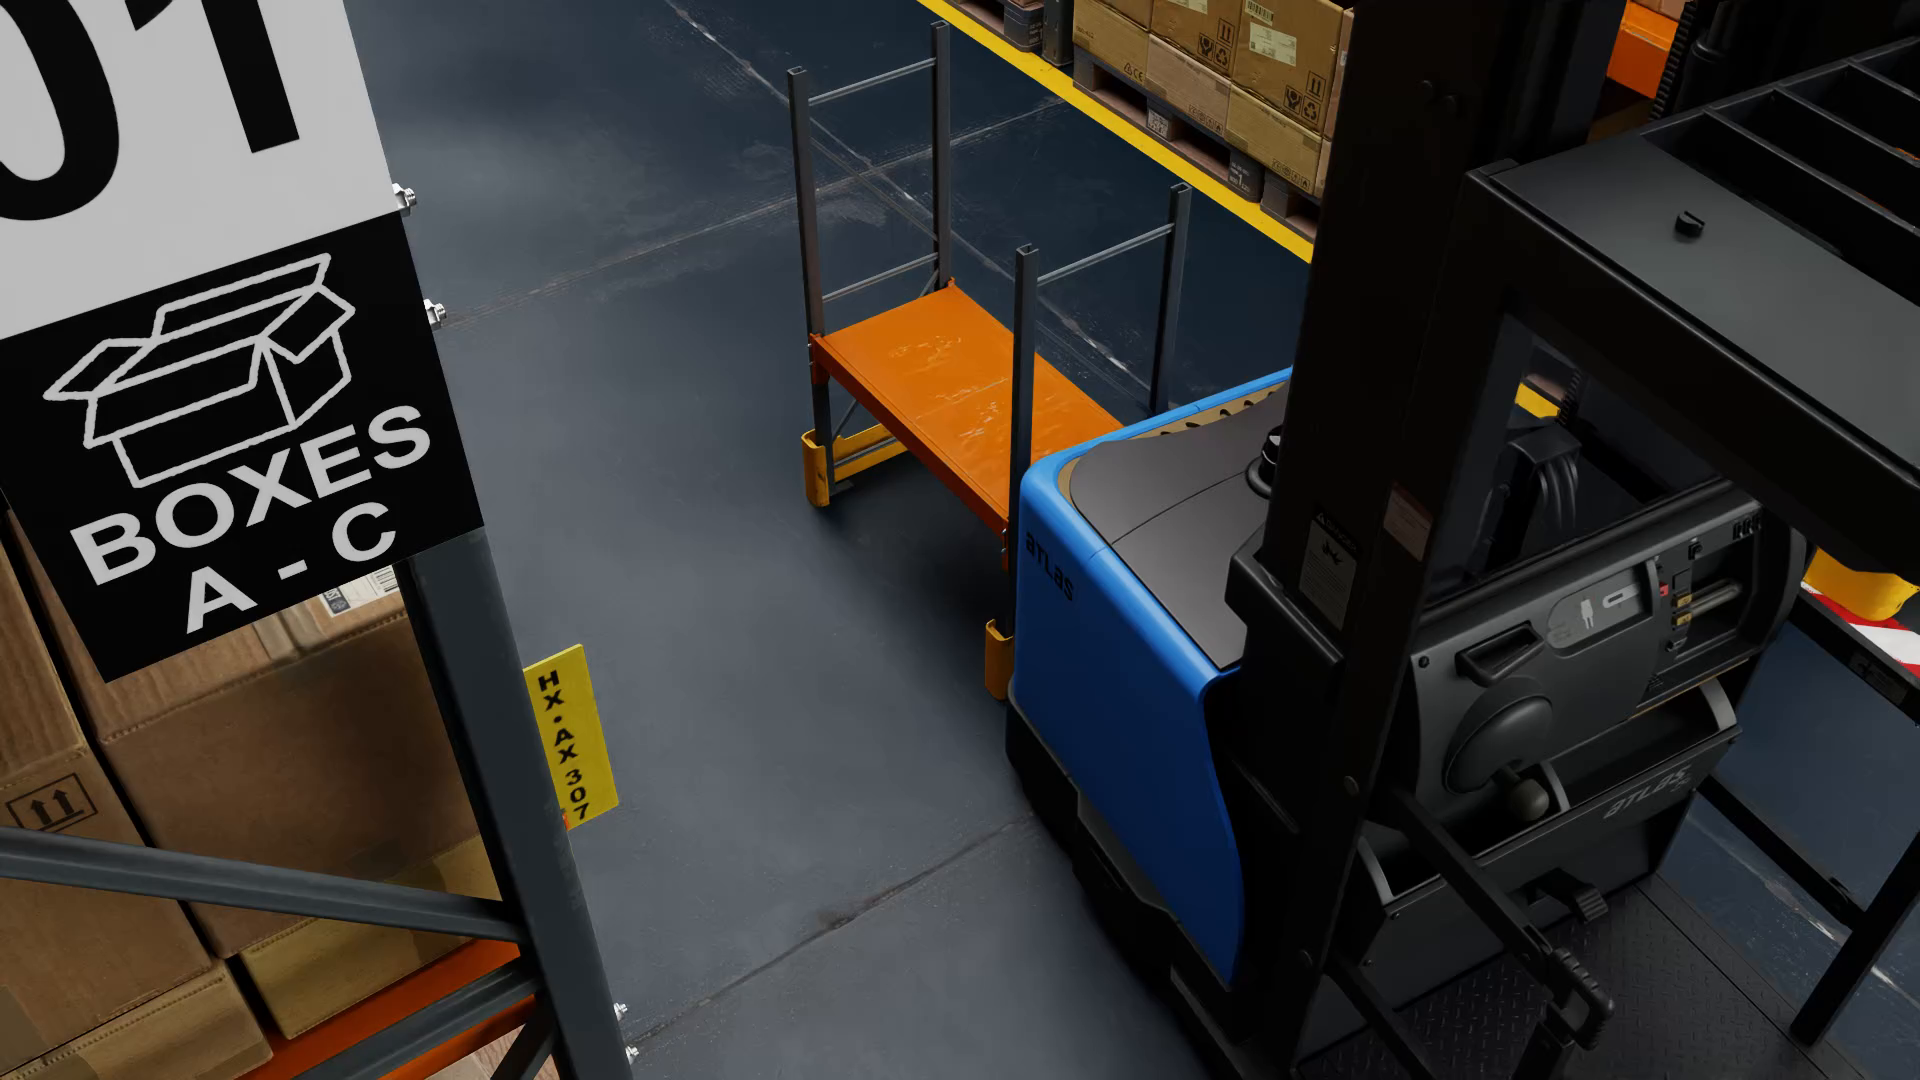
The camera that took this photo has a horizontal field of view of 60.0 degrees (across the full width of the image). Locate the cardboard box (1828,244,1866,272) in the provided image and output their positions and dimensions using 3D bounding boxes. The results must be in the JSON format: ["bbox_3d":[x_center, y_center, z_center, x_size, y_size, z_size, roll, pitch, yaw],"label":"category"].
[{"bbox_3d":[2.551,-0.779,5.038,0.500,0.500,0.500,-26,49,-24],"label":"cardboard box"}]

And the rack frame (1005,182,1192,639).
[{"bbox_3d":[0.340,-0.206,4.380,0.500,1.500,0.032,-26,49,-24],"label":"rack frame"}]

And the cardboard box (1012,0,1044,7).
[{"bbox_3d":[0.339,-2.707,7.601,0.500,0.250,0.500,-26,50,-25],"label":"cardboard box"}]

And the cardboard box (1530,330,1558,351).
[{"bbox_3d":[2.257,-0.787,5.589,0.500,0.250,0.500,-26,49,-24],"label":"cardboard box"}]

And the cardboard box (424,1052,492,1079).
[{"bbox_3d":[-1.281,1.181,3.469,0.500,0.311,0.500,-31,52,-29],"label":"cardboard box"}]

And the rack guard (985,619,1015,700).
[{"bbox_3d":[0.329,0.235,4.823,0.587,0.250,0.087,-26,49,-24],"label":"rack guard"}]

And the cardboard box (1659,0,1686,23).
[{"bbox_3d":[2.541,-1.765,4.855,0.700,0.500,0.500,-24,49,-23],"label":"cardboard box"}]

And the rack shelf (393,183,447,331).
[{"bbox_3d":[-2.103,-1.163,2.644,1.077,0.370,4.000,-26,49,-24],"label":"rack shelf"}]

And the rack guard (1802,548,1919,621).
[{"bbox_3d":[3.116,-0.246,5.146,1.175,0.500,0.348,-26,49,-24],"label":"rack guard"}]

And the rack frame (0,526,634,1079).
[{"bbox_3d":[-0.956,0.793,2.247,0.949,2.616,0.053,-26,49,-24],"label":"rack frame"}]

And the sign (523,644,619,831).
[{"bbox_3d":[-0.514,0.267,2.171,0.100,0.325,0.005,-26,49,-24],"label":"sign"}]

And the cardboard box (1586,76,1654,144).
[{"bbox_3d":[1.967,-1.340,5.625,0.500,0.500,0.500,-26,49,-24],"label":"cardboard box"}]

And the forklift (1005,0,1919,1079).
[{"bbox_3d":[1.272,0.275,2.839,1.130,2.935,3.031,-21,47,-20],"label":"forklift"}]

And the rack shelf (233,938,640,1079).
[{"bbox_3d":[-2.103,-0.078,3.680,1.077,0.370,4.000,-26,49,-24],"label":"rack shelf"}]

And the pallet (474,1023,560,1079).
[{"bbox_3d":[-1.438,1.286,3.750,1.003,0.211,1.213,-26,49,-24],"label":"pallet"}]

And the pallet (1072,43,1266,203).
[{"bbox_3d":[1.234,-1.954,7.144,1.003,0.211,1.213,-26,49,-24],"label":"pallet"}]

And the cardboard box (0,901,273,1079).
[{"bbox_3d":[-1.385,0.654,2.487,0.500,0.250,0.500,-25,49,-24],"label":"cardboard box"}]

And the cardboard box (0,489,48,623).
[{"bbox_3d":[-1.683,0.099,2.526,0.500,0.500,0.500,-25,49,-24],"label":"cardboard box"}]

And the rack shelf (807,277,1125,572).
[{"bbox_3d":[0.049,-0.364,4.806,0.538,0.185,1.000,-26,49,-24],"label":"rack shelf"}]

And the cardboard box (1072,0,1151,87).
[{"bbox_3d":[0.830,-2.205,7.074,0.500,0.250,0.500,-26,49,-24],"label":"cardboard box"}]

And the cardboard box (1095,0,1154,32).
[{"bbox_3d":[0.822,-2.472,6.811,0.500,0.500,0.500,-26,49,-24],"label":"cardboard box"}]

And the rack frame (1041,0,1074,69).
[{"bbox_3d":[0.814,-3.430,6.670,1.000,3.000,0.127,-26,49,-24],"label":"rack frame"}]

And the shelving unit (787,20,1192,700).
[{"bbox_3d":[0.044,-0.499,4.687,0.587,1.500,1.083,-26,49,-24],"label":"shelving unit"}]

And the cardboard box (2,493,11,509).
[{"bbox_3d":[-1.260,-0.102,2.736,0.500,0.500,0.500,-26,49,-24],"label":"cardboard box"}]

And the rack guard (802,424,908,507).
[{"bbox_3d":[-0.241,-0.329,5.414,0.587,0.250,0.087,-26,49,-24],"label":"rack guard"}]

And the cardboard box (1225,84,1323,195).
[{"bbox_3d":[1.394,-1.634,6.477,0.500,0.250,0.500,-26,49,-24],"label":"cardboard box"}]

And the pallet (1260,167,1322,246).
[{"bbox_3d":[1.936,-1.263,6.420,1.003,0.211,1.213,-26,49,-24],"label":"pallet"}]

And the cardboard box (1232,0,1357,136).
[{"bbox_3d":[1.394,-1.906,6.218,0.500,0.500,0.500,-26,49,-24],"label":"cardboard box"}]

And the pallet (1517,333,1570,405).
[{"bbox_3d":[2.630,-0.572,5.696,1.003,0.211,1.213,-26,49,-24],"label":"pallet"}]

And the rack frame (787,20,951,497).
[{"bbox_3d":[-0.242,-0.782,4.983,0.500,1.500,0.032,-26,49,-24],"label":"rack frame"}]

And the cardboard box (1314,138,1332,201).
[{"bbox_3d":[1.685,-1.353,6.182,0.500,0.250,0.500,-26,49,-24],"label":"cardboard box"}]

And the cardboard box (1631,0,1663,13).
[{"bbox_3d":[2.262,-2.049,5.151,0.700,0.500,0.500,-25,49,-24],"label":"cardboard box"}]

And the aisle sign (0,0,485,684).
[{"bbox_3d":[-0.672,-0.223,1.429,0.394,0.787,0.004,-26,49,-24],"label":"aisle sign"}]

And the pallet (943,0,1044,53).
[{"bbox_3d":[0.360,-2.823,8.054,1.003,0.211,1.213,-26,49,-24],"label":"pallet"}]

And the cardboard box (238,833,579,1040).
[{"bbox_3d":[-0.978,0.440,2.711,0.500,0.250,0.500,-27,50,-26],"label":"cardboard box"}]

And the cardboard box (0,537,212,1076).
[{"bbox_3d":[-1.403,0.388,2.223,0.500,0.500,0.500,-26,50,-25],"label":"cardboard box"}]

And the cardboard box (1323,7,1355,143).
[{"bbox_3d":[1.682,-1.623,5.922,0.500,0.500,0.500,-26,49,-24],"label":"cardboard box"}]

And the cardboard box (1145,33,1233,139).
[{"bbox_3d":[1.112,-1.919,6.775,0.500,0.250,0.500,-26,49,-24],"label":"cardboard box"}]

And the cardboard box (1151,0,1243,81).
[{"bbox_3d":[1.115,-2.192,6.518,0.500,0.500,0.500,-26,49,-24],"label":"cardboard box"}]

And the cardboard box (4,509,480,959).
[{"bbox_3d":[-0.986,0.181,2.439,0.500,0.500,0.500,-26,49,-24],"label":"cardboard box"}]
